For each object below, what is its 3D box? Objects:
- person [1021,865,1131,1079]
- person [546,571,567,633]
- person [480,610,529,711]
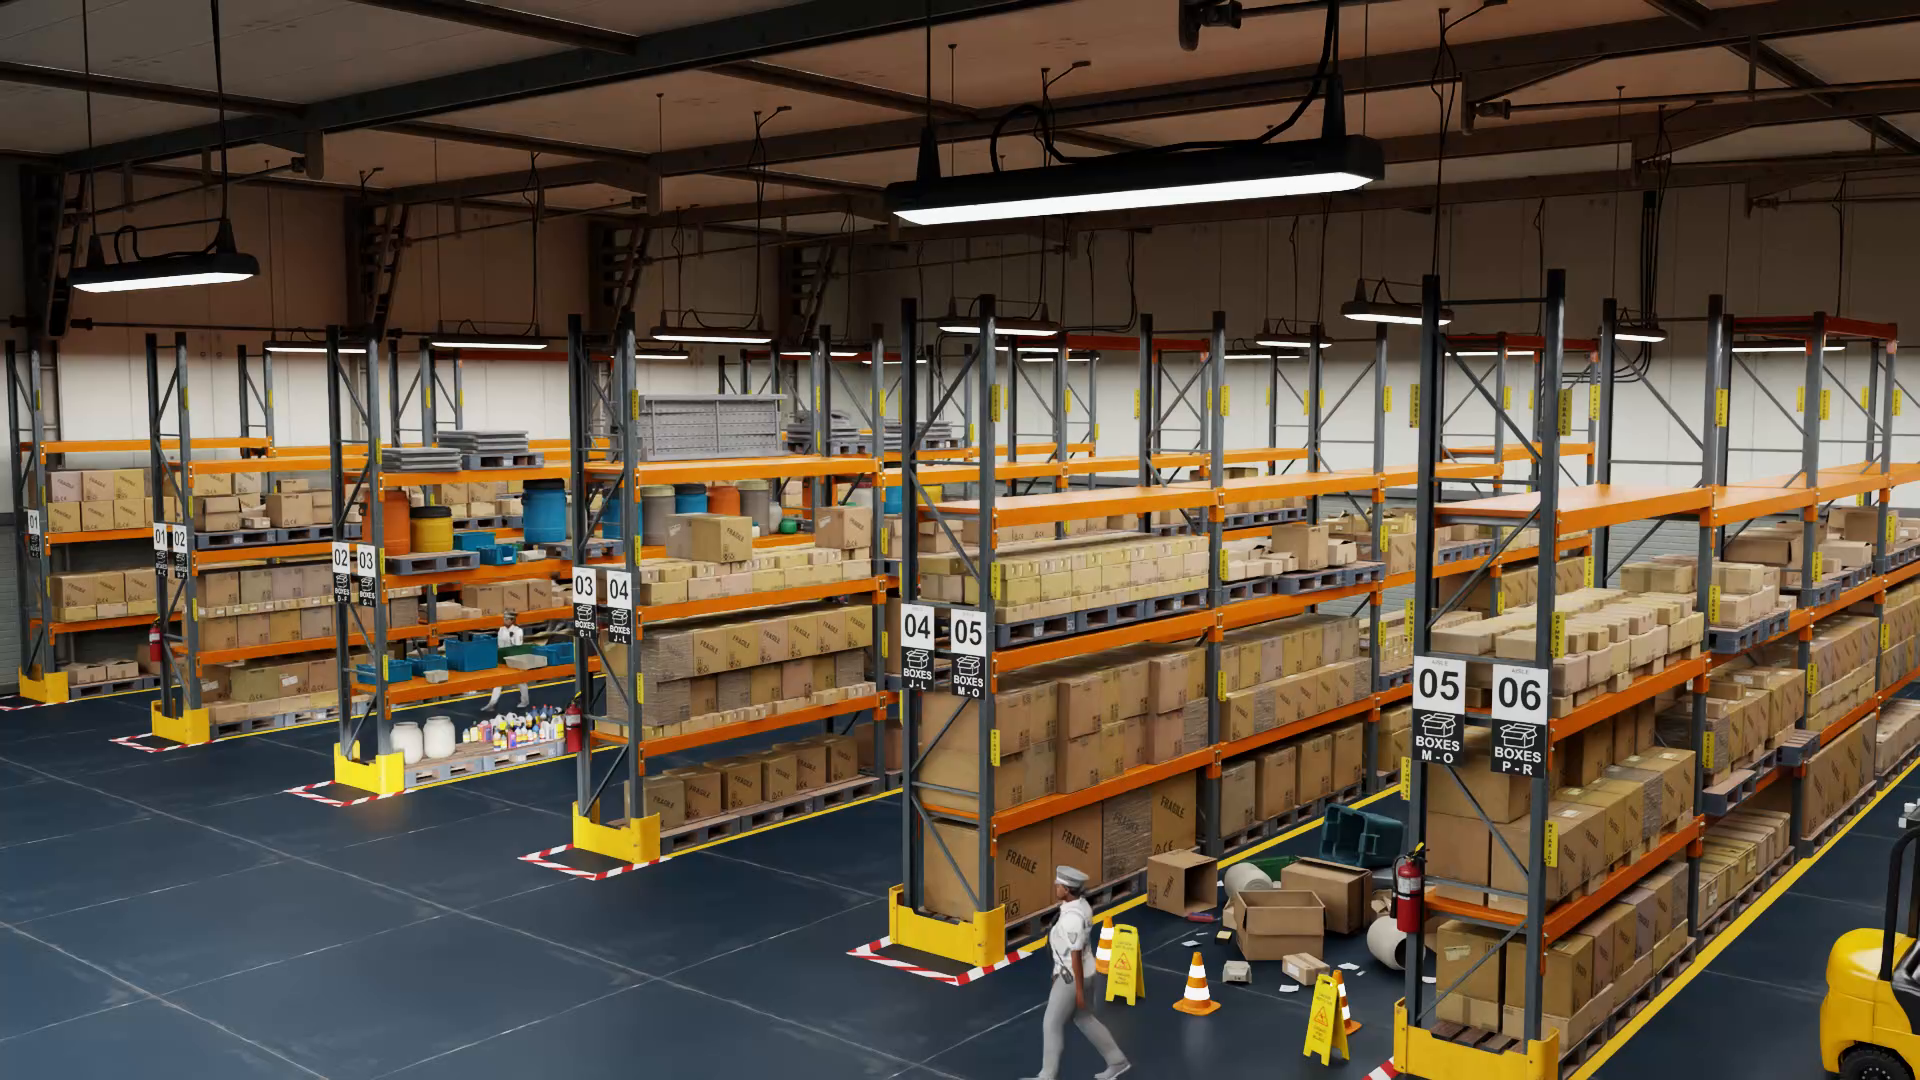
[{"bbox_3d":[0.856,3.229,12.283,0.790,1.649,0.428,1,5,15],"label":"person"},{"bbox_3d":[-8.119,1.371,33.226,0.444,1.586,0.442,-3,6,-30],"label":"person"},{"bbox_3d":[-7.246,1.932,26.635,0.521,1.627,1.020,1,5,12],"label":"person"}]
